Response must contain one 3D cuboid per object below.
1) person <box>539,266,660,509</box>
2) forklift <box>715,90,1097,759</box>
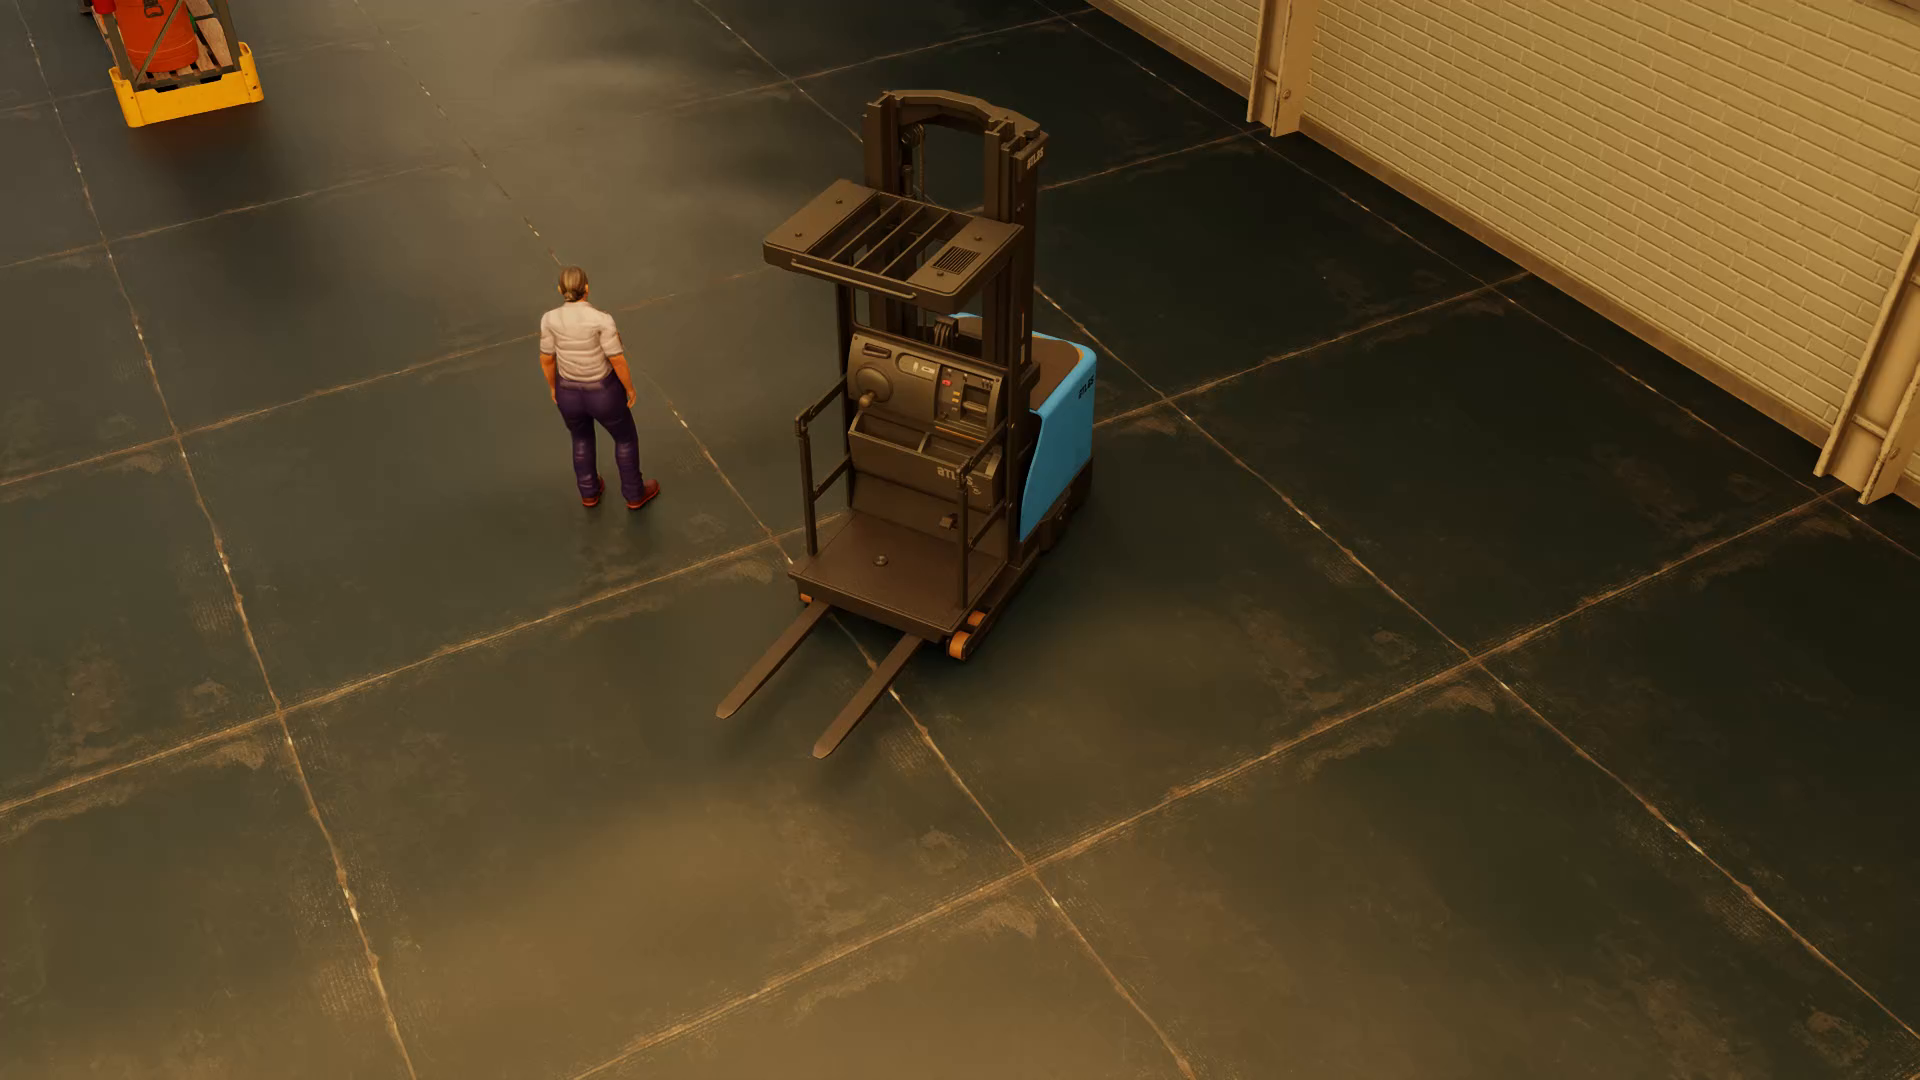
[{"bbox_3d":[-2.230,-0.901,10.127,0.566,1.651,0.370,4,40,5],"label":"person"},{"bbox_3d":[-0.297,-0.774,8.969,1.130,2.935,3.031,19,43,21],"label":"forklift"}]
